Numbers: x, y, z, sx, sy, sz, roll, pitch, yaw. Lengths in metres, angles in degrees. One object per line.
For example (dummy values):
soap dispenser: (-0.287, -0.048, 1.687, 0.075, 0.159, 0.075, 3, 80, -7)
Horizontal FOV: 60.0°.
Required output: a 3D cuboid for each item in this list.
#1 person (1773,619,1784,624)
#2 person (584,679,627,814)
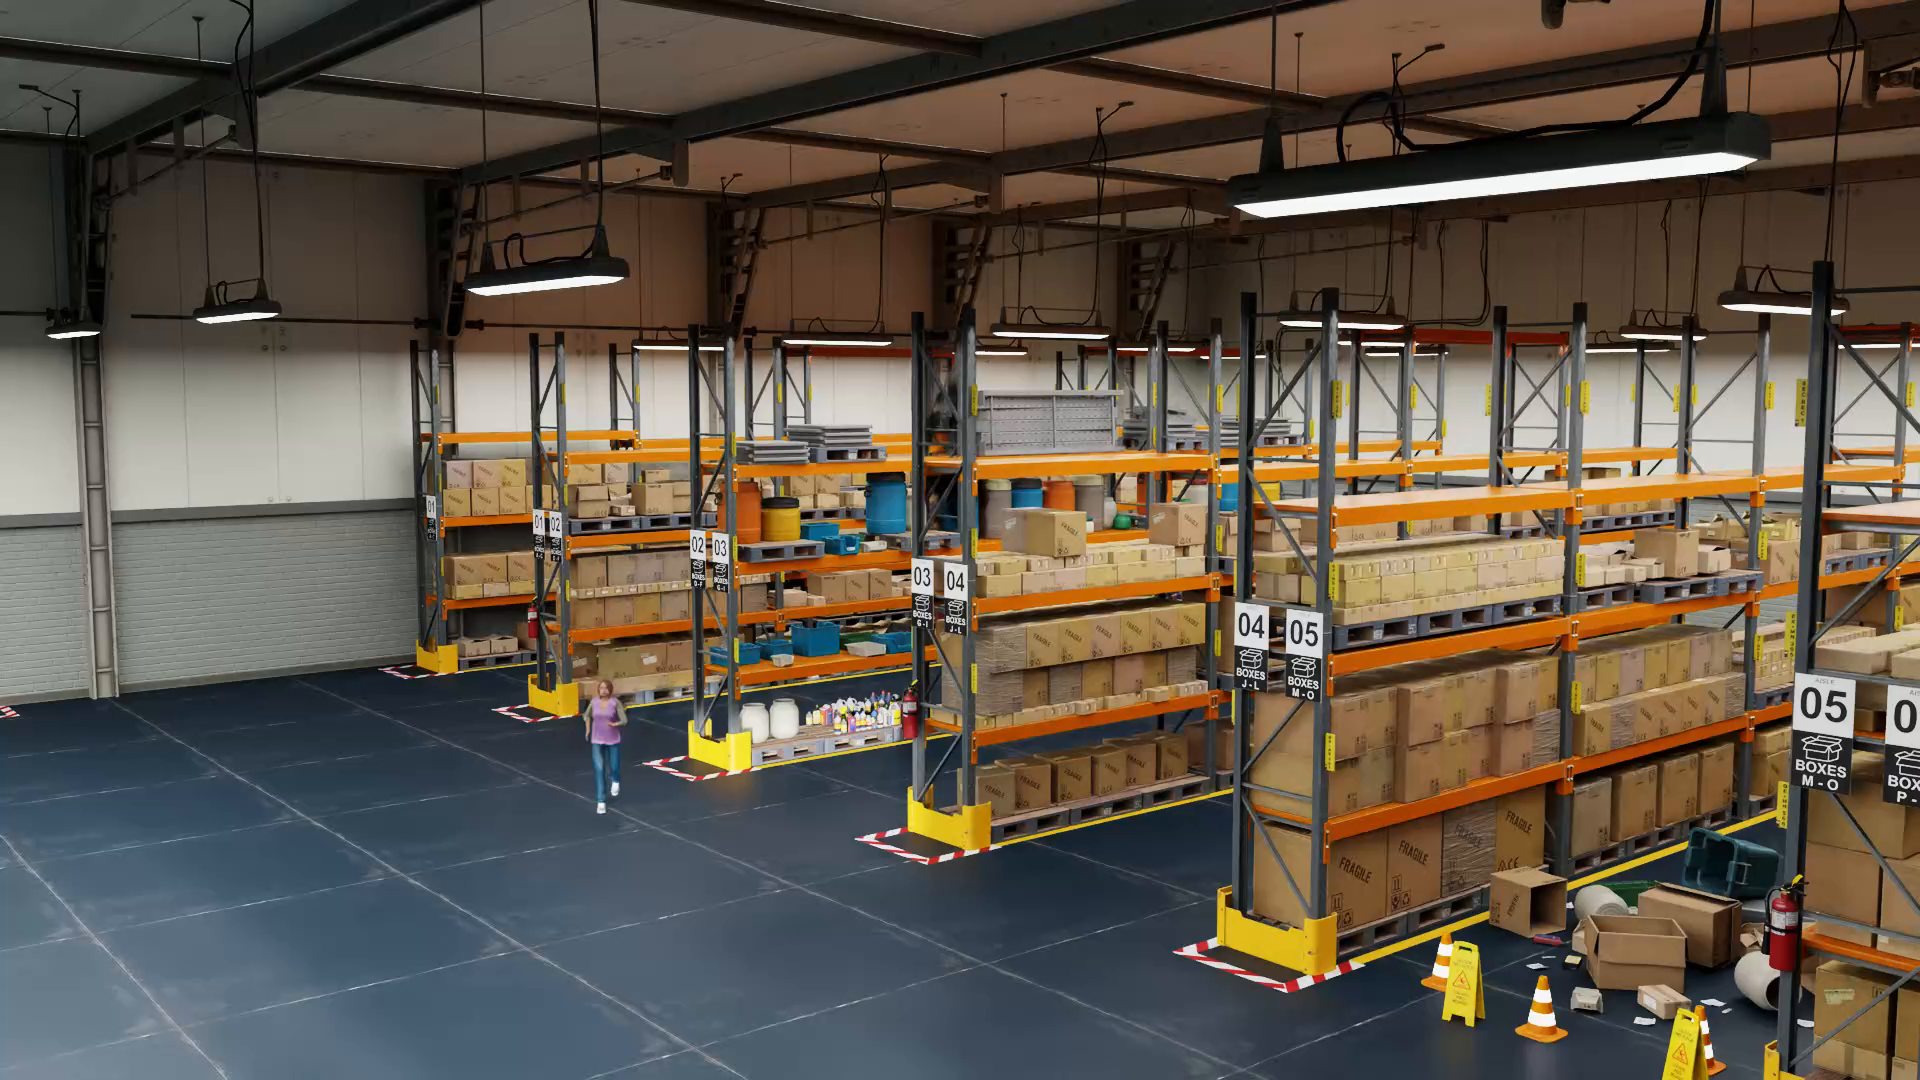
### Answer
person: (12.410, 2.009, 25.157, 0.767, 1.615, 0.579, -3, 6, -32)
person: (-4.334, 2.488, 20.338, 0.540, 1.555, 0.886, -1, 5, -7)
